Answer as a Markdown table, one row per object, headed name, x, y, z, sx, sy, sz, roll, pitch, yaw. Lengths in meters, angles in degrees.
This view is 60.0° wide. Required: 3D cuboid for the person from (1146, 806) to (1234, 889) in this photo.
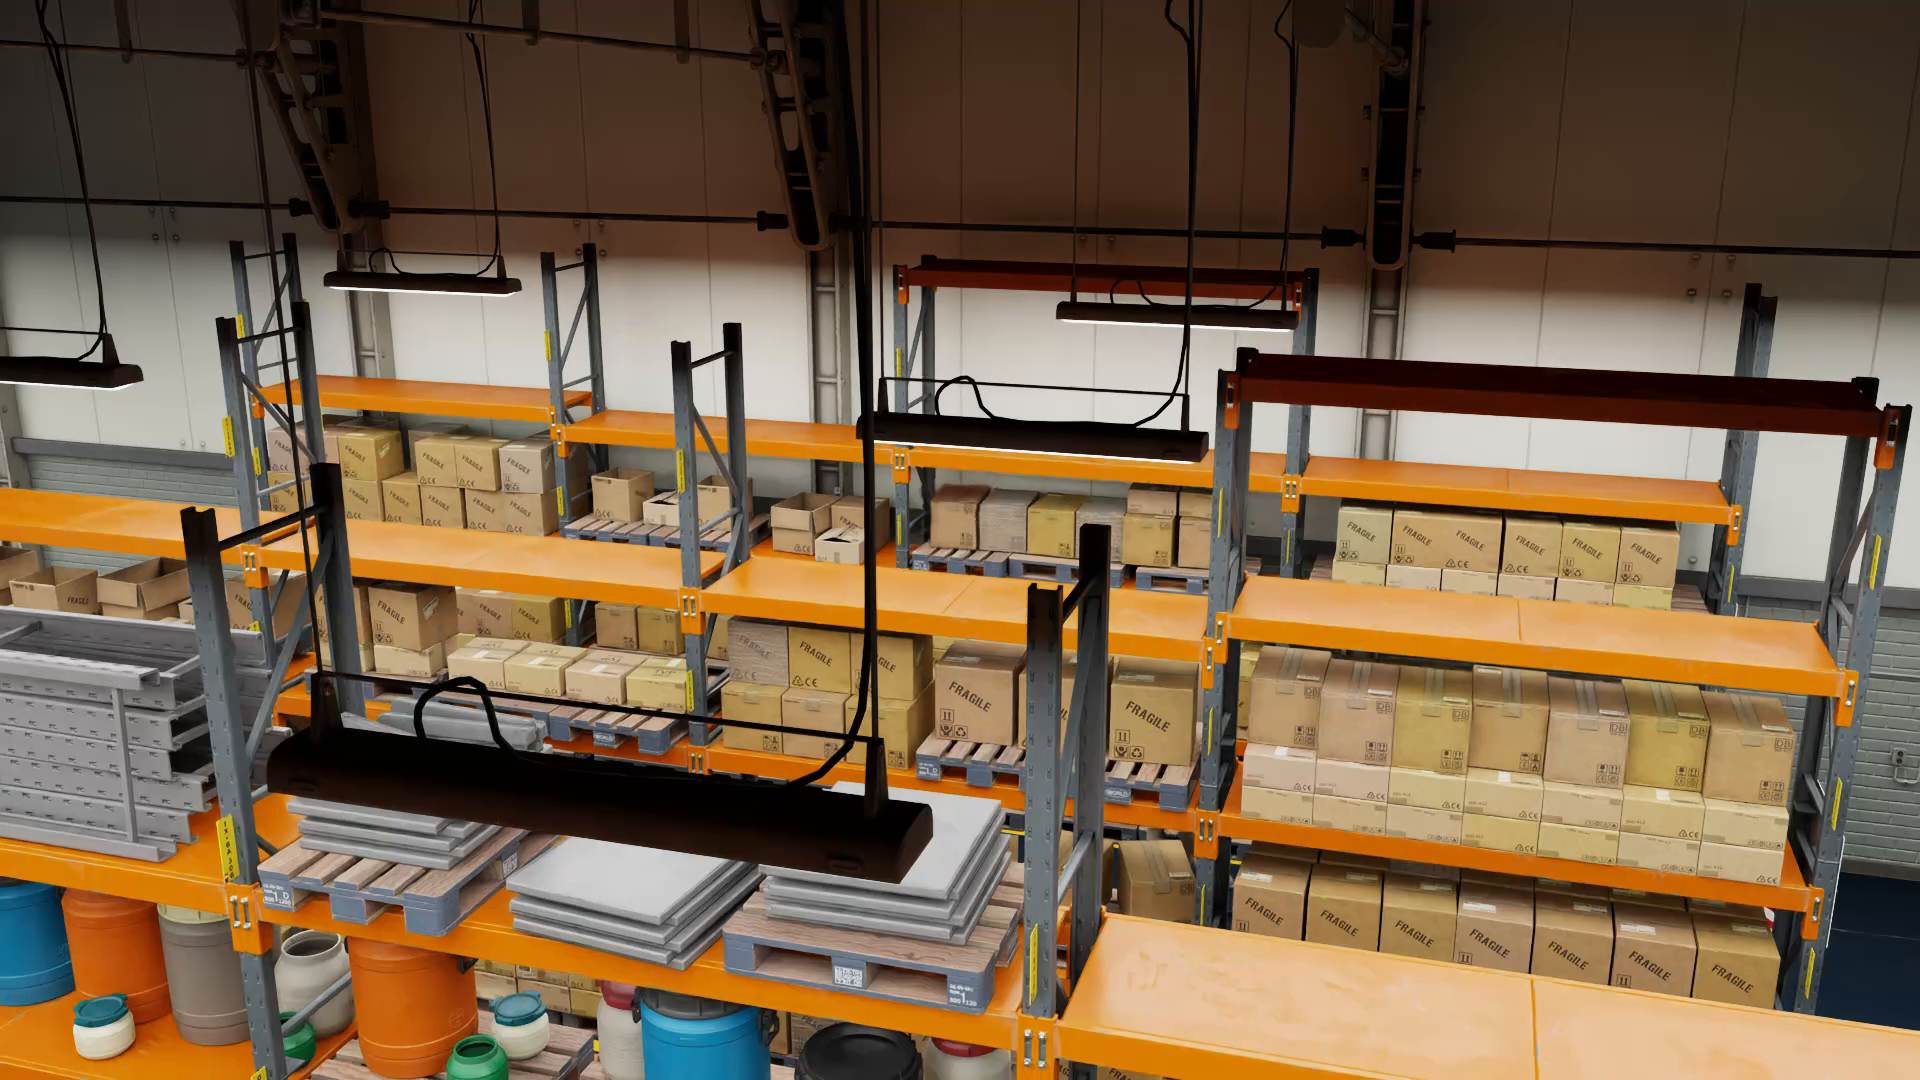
| name | x | y | z | sx | sy | sz | roll | pitch | yaw |
| --- | --- | --- | --- | --- | --- | --- | --- | --- | --- |
| person | 2.124 | 2.571 | 16.005 | 1.063 | 1.566 | 0.555 | 2 | 16 | 8 |
